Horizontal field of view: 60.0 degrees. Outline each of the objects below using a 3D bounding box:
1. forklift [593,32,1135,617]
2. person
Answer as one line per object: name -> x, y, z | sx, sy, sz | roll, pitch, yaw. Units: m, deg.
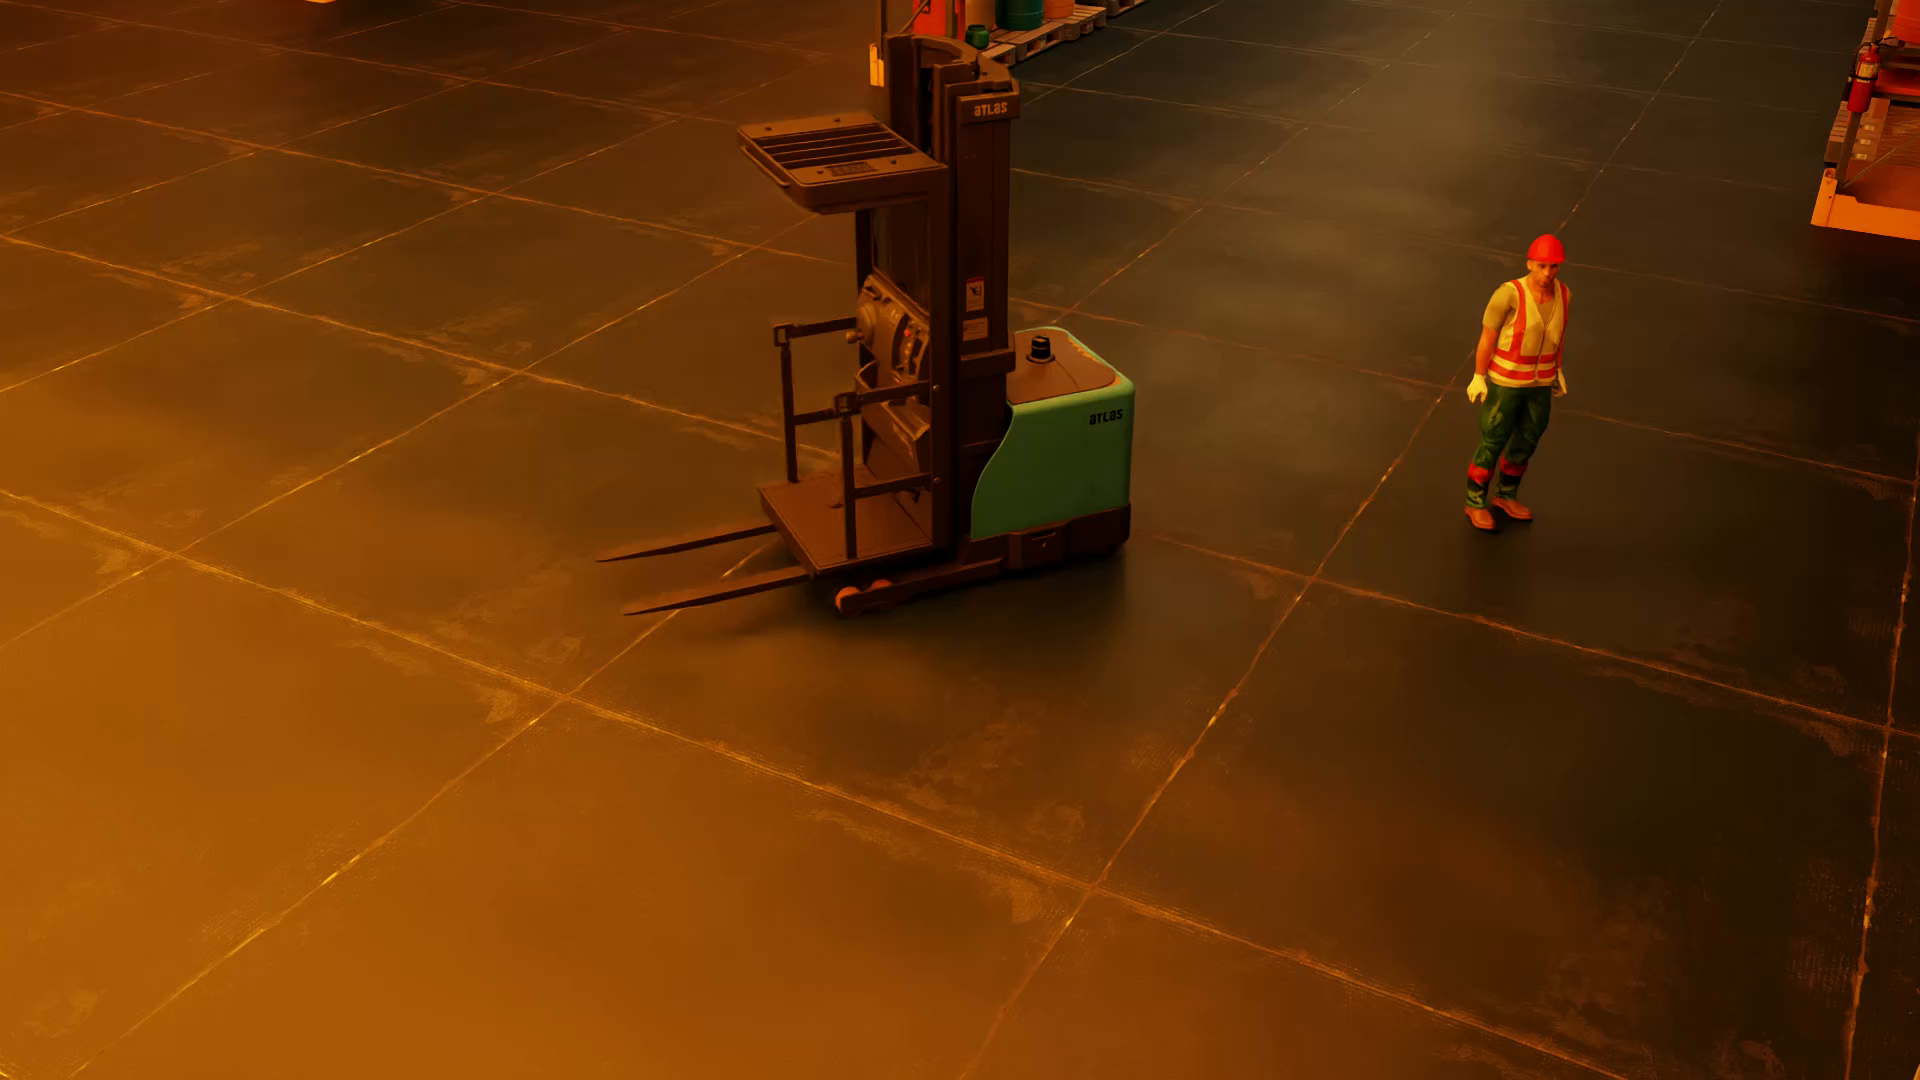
forklift -> -0.556, -1.141, 9.048 | 3.031, 2.935, 1.130 | -13, 32, -21
person -> 3.322, -0.927, 9.822 | 0.626, 1.793, 0.383 | -8, 31, -13
